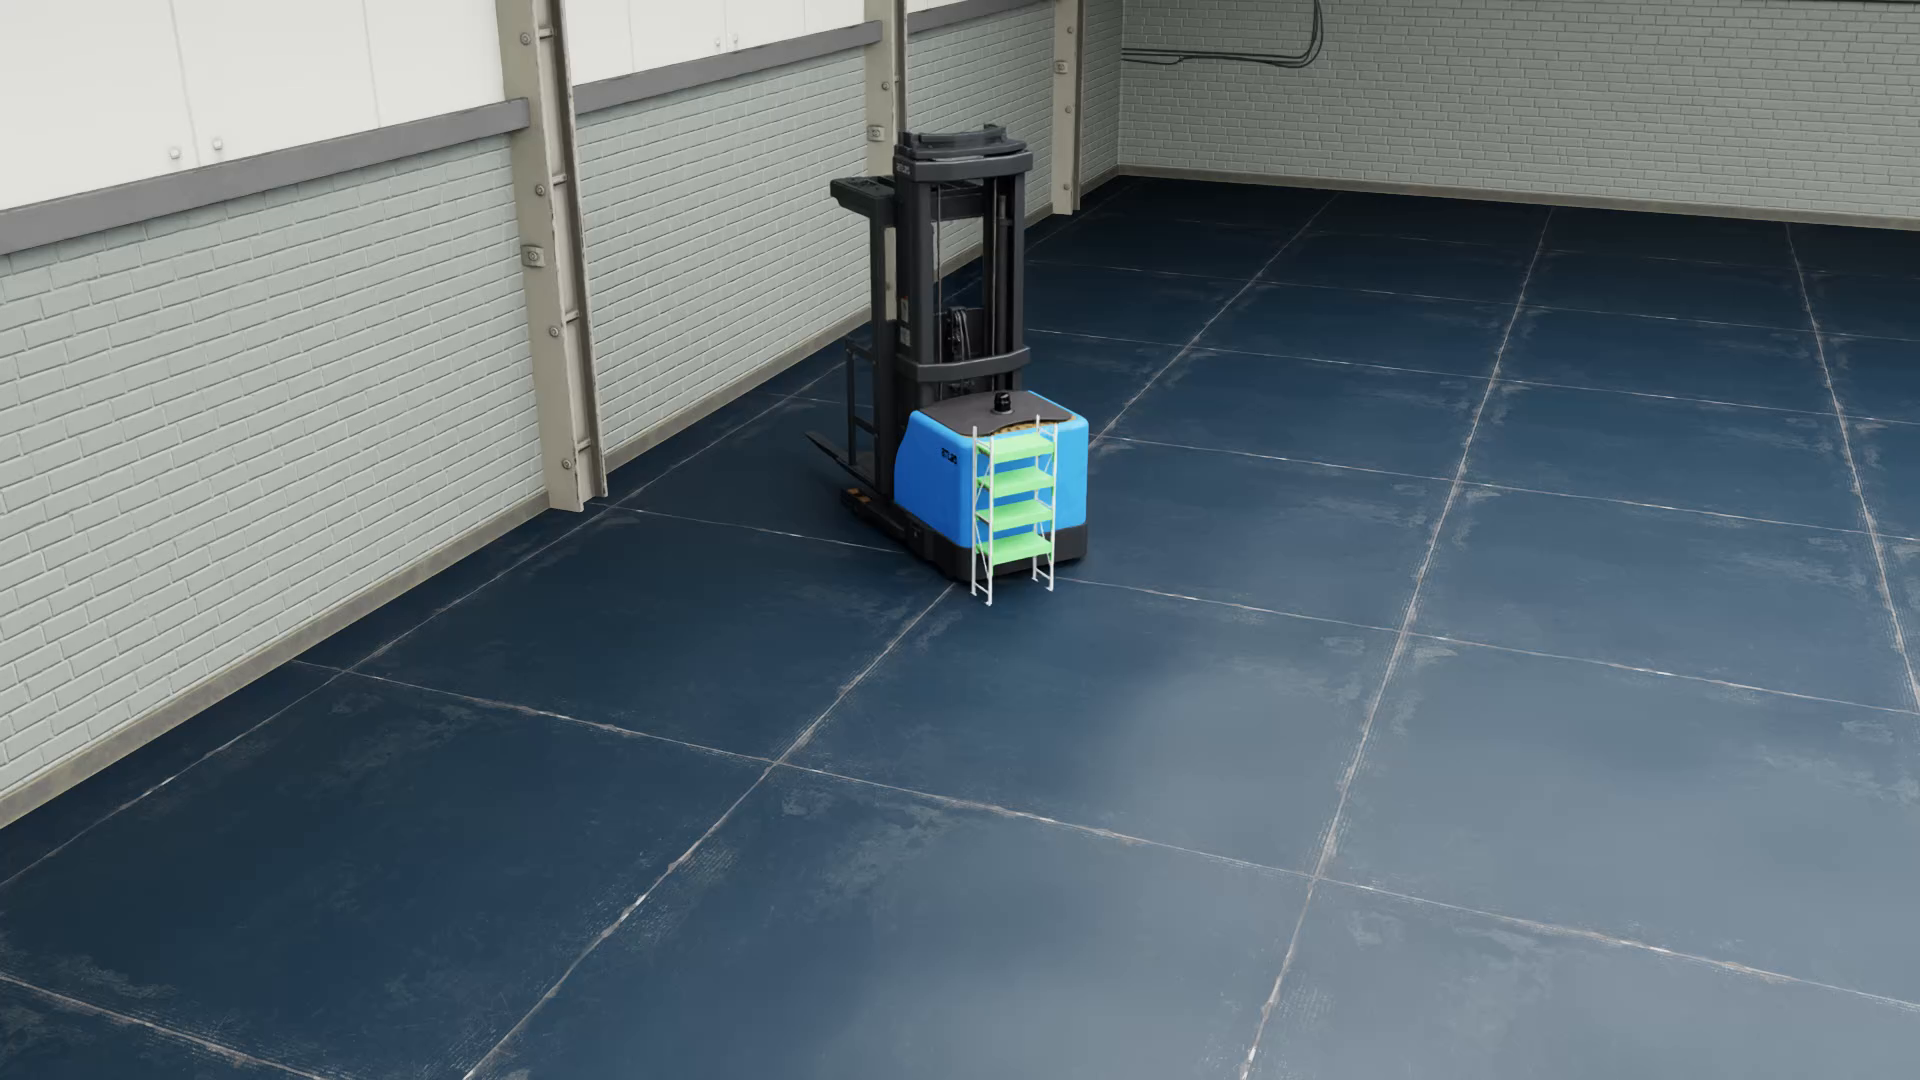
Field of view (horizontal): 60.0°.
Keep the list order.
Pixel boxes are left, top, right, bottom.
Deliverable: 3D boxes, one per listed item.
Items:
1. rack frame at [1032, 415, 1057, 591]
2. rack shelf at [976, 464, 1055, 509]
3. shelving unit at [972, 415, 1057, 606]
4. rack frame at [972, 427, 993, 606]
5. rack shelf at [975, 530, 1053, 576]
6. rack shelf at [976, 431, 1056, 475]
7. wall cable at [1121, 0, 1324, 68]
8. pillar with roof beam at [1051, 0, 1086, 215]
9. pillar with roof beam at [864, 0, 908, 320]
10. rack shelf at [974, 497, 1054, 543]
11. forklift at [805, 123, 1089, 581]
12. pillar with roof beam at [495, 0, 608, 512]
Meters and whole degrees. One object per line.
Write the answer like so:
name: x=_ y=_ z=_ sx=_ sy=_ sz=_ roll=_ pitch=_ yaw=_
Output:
rack frame: x=0.573 y=-0.242 z=11.268 sx=0.015 sy=1.200 sz=0.240 roll=-12 pitch=26 yaw=-27
rack shelf: x=0.361 y=-0.357 z=11.088 sx=0.480 sy=0.148 sz=0.258 roll=-12 pitch=26 yaw=-27
shelving unit: x=0.361 y=-0.195 z=11.157 sx=0.503 sy=1.200 sz=0.258 roll=-12 pitch=26 yaw=-27
rack frame: x=0.148 y=-0.149 z=11.047 sx=0.015 sy=1.200 sz=0.240 roll=-12 pitch=26 yaw=-27
rack shelf: x=0.359 y=0.084 z=11.277 sx=0.480 sy=0.148 sz=0.258 roll=-12 pitch=26 yaw=-27
rack shelf: x=0.362 y=-0.578 z=10.994 sx=0.480 sy=0.148 sz=0.258 roll=-12 pitch=26 yaw=-27
wall cable: x=3.793 y=-8.184 z=24.197 sx=3.097 sy=2.526 sz=0.112 roll=9 pitch=24 yaw=20
pillar with roof beam: x=5.468 y=-8.136 z=20.052 sx=9.100 sy=9.000 sz=0.400 roll=9 pitch=24 yaw=20
pillar with roof beam: x=3.240 y=-5.989 z=14.912 sx=9.100 sy=9.000 sz=0.400 roll=9 pitch=24 yaw=20
rack shelf: x=0.360 y=-0.136 z=11.183 sx=0.480 sy=0.148 sz=0.258 roll=-12 pitch=26 yaw=-27
forklift: x=-0.256 y=-1.597 z=12.271 sx=1.130 sy=2.935 sz=3.031 roll=-12 pitch=26 yaw=-27
pillar with roof beam: x=1.011 y=-3.842 z=9.772 sx=9.100 sy=9.000 sz=0.400 roll=9 pitch=24 yaw=20
